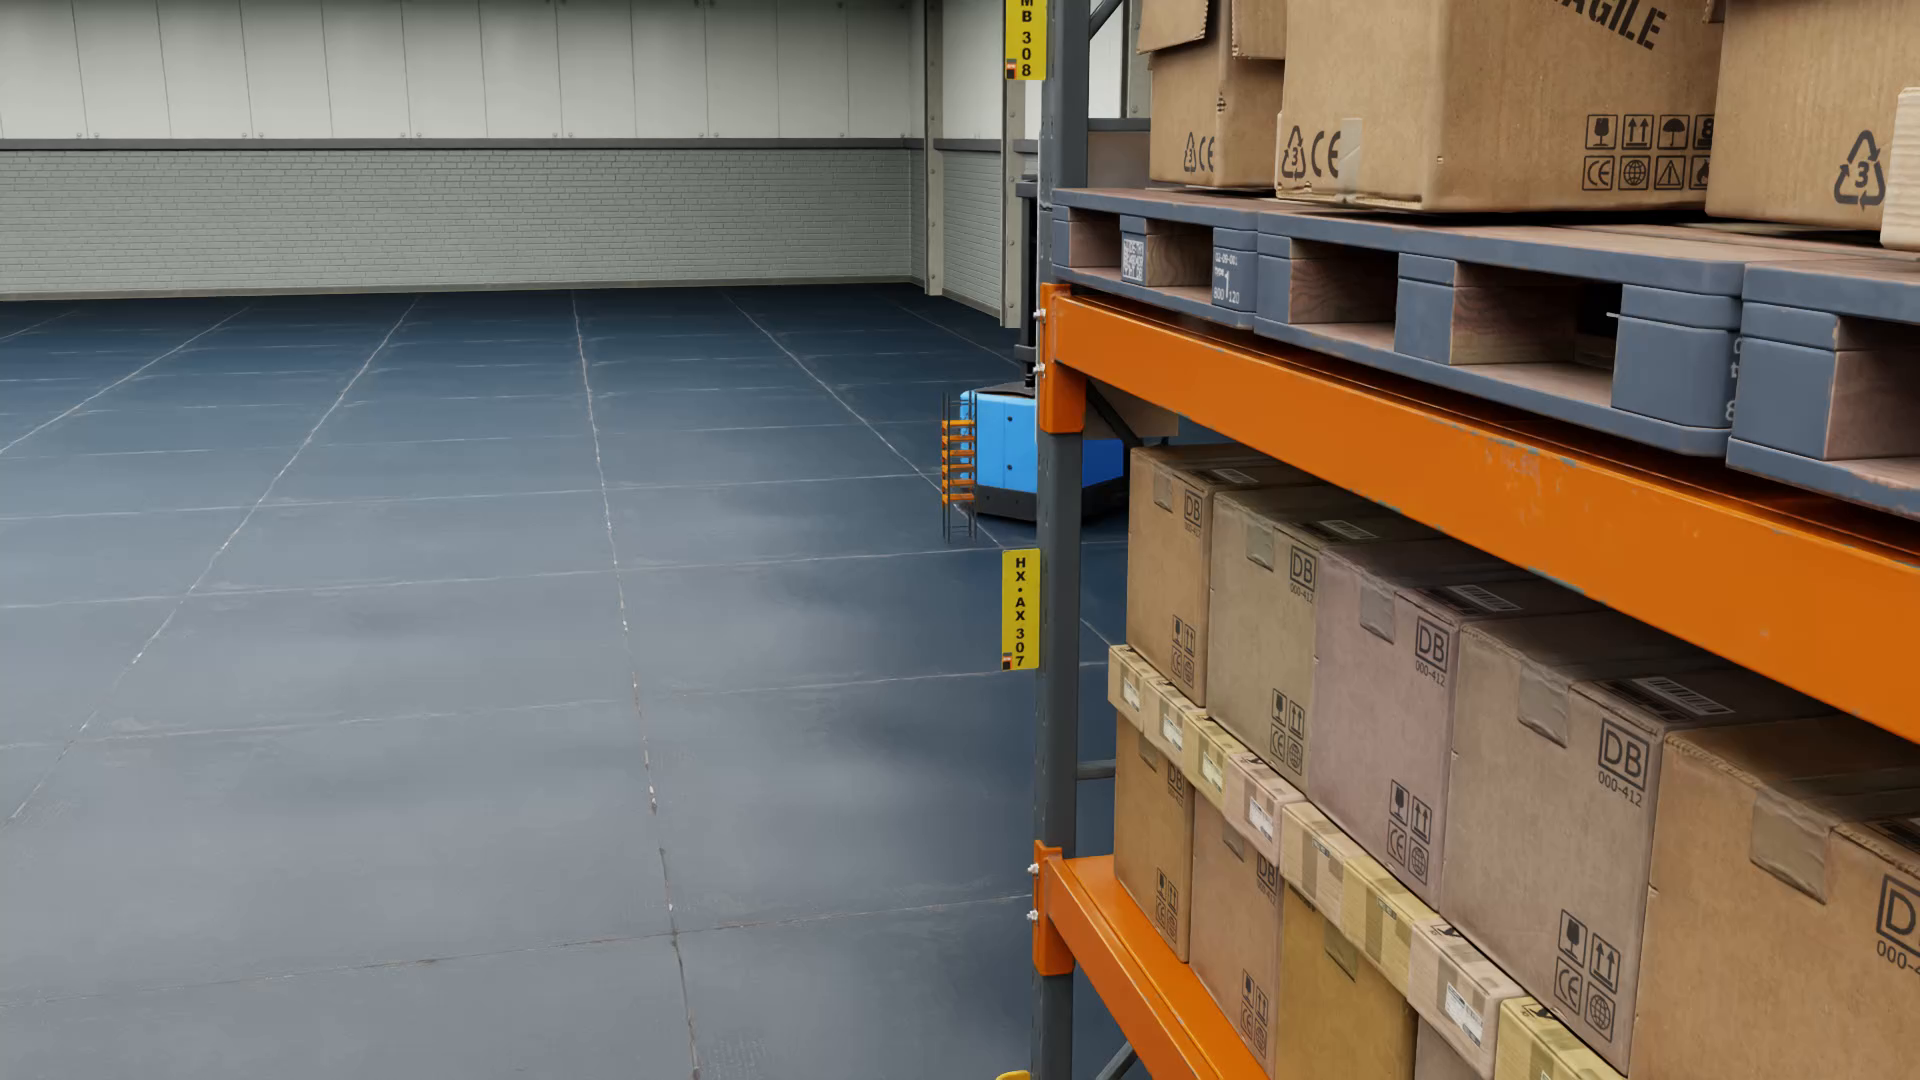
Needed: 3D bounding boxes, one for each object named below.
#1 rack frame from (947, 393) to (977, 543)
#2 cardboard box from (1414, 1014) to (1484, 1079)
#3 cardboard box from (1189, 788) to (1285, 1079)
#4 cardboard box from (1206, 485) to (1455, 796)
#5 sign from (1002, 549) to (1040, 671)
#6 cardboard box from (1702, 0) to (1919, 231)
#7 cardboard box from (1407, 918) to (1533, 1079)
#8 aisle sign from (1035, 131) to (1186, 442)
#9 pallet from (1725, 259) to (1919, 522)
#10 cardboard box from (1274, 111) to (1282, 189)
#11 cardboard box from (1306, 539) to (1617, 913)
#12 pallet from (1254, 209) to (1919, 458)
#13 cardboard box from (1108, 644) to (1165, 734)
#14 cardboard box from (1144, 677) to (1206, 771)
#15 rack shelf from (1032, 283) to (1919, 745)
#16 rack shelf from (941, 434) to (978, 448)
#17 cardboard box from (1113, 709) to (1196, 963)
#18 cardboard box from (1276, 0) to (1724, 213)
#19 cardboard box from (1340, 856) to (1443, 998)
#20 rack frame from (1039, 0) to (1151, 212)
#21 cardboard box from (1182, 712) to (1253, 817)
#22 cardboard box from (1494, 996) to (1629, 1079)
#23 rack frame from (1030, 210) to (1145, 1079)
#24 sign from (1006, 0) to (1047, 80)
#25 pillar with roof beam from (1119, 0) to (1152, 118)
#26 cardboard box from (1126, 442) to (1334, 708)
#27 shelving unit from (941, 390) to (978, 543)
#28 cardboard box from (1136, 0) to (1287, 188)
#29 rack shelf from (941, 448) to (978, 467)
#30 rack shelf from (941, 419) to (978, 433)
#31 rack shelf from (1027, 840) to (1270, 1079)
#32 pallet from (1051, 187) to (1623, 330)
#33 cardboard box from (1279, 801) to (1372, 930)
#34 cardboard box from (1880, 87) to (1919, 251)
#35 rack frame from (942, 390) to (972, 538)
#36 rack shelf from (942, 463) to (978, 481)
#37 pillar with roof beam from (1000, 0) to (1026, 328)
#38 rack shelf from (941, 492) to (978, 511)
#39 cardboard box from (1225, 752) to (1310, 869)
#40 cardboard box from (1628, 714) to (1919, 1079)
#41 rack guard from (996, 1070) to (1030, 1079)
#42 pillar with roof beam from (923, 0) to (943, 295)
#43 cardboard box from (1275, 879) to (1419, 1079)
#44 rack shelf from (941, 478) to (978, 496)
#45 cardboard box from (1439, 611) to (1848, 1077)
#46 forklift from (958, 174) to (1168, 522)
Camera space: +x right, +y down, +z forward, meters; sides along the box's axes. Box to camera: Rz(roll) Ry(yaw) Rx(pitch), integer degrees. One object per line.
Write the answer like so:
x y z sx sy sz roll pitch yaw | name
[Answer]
0.018 -0.565 13.212 0.240 1.200 0.006 -3 14 -13 | rack frame
1.164 1.030 2.681 0.700 0.500 0.500 -3 14 -11 | cardboard box
0.926 0.794 3.647 0.700 0.500 0.500 -3 14 -12 | cardboard box
0.939 0.176 3.443 0.700 0.500 0.500 -4 14 -15 | cardboard box
0.160 0.184 4.365 0.100 0.325 0.005 -3 14 -13 | sign
1.376 -0.630 1.970 0.797 0.503 0.637 -2 14 -7 | cardboard box
0.944 0.706 2.638 0.380 0.149 0.250 -3 14 -13 | cardboard box
0.388 -0.648 4.281 0.394 0.787 0.004 -3 14 -13 | aisle sign
1.415 -0.074 1.275 1.003 0.211 1.213 -3 14 -13 | pallet
0.806 -0.713 3.054 0.380 0.149 0.250 -3 14 -13 | cardboard box
1.058 0.292 2.967 0.700 0.500 0.500 -3 14 -13 | cardboard box
1.132 -0.355 2.424 1.003 0.211 1.213 -3 14 -13 | pallet
0.584 0.352 4.089 0.380 0.149 0.250 -3 14 -14 | cardboard box
0.648 0.413 3.841 0.380 0.149 0.250 -4 14 -15 | cardboard box
1.170 -0.033 2.439 1.077 0.370 4.000 -3 14 -13 | rack shelf
-0.003 -0.776 13.252 0.258 0.103 0.180 -3 14 -13 | rack shelf
0.798 0.673 4.142 0.700 0.500 0.500 -3 14 -13 | cardboard box
0.825 -0.766 2.533 0.500 0.500 0.500 -3 14 -13 | cardboard box
0.888 0.649 2.874 0.380 0.149 0.250 -3 14 -14 | cardboard box
0.701 -2.301 3.886 1.000 3.000 0.127 -3 14 -13 | rack frame
0.705 0.470 3.605 0.380 0.149 0.250 -3 14 -13 | cardboard box
1.006 0.767 2.389 0.380 0.149 0.250 -3 14 -11 | cardboard box
0.701 0.613 4.598 1.000 3.000 0.127 -3 14 -13 | rack frame
0.160 -1.278 4.008 0.100 0.325 0.005 -3 14 -13 | sign
-1.892 -6.378 20.570 9.100 9.000 0.400 -3 14 -13 | pillar with roof beam
0.810 0.055 3.938 0.700 0.500 0.500 -3 14 -13 | cardboard box
-0.003 -0.586 13.298 0.258 1.200 0.189 -3 14 -13 | shelving unit
0.832 -1.034 3.619 0.797 0.503 0.637 -2 14 -9 | cardboard box
-0.003 -0.660 13.280 0.258 0.103 0.180 -3 14 -13 | rack shelf
-0.003 -0.893 13.223 0.258 0.103 0.180 -3 14 -13 | rack shelf
1.170 1.424 2.795 1.077 0.370 4.000 -3 14 -13 | rack shelf
0.842 -0.637 3.579 1.003 0.211 1.213 -3 14 -13 | pallet
0.828 0.590 3.115 0.380 0.149 0.250 -4 14 -15 | cardboard box
1.091 -0.334 1.505 0.380 0.149 0.250 -3 14 -13 | cardboard box
-0.025 -0.607 13.385 0.240 1.200 0.006 -3 14 -13 | rack frame
-0.003 -0.543 13.309 0.258 0.103 0.180 -3 14 -13 | rack shelf
-3.301 -7.762 26.236 9.100 9.000 0.400 -3 14 -13 | pillar with roof beam
-0.003 -0.310 13.366 0.258 0.103 0.180 -3 14 -13 | rack shelf
0.763 0.529 3.366 0.380 0.149 0.250 -4 14 -14 | cardboard box
1.293 0.523 2.022 0.700 0.500 0.500 -3 14 -13 | cardboard box
0.695 1.822 4.917 1.175 0.500 0.348 -3 14 -13 | rack guard
-4.710 -9.146 31.901 9.100 9.000 0.400 -3 14 -13 | pillar with roof beam
1.037 0.909 3.177 0.700 0.500 0.500 -3 14 -13 | cardboard box
-0.003 -0.426 13.337 0.258 0.103 0.180 -3 14 -13 | rack shelf
1.176 0.408 2.494 0.700 0.500 0.500 -3 14 -13 | cardboard box
1.283 -1.835 14.762 1.130 2.935 3.031 10 17 36 | forklift
